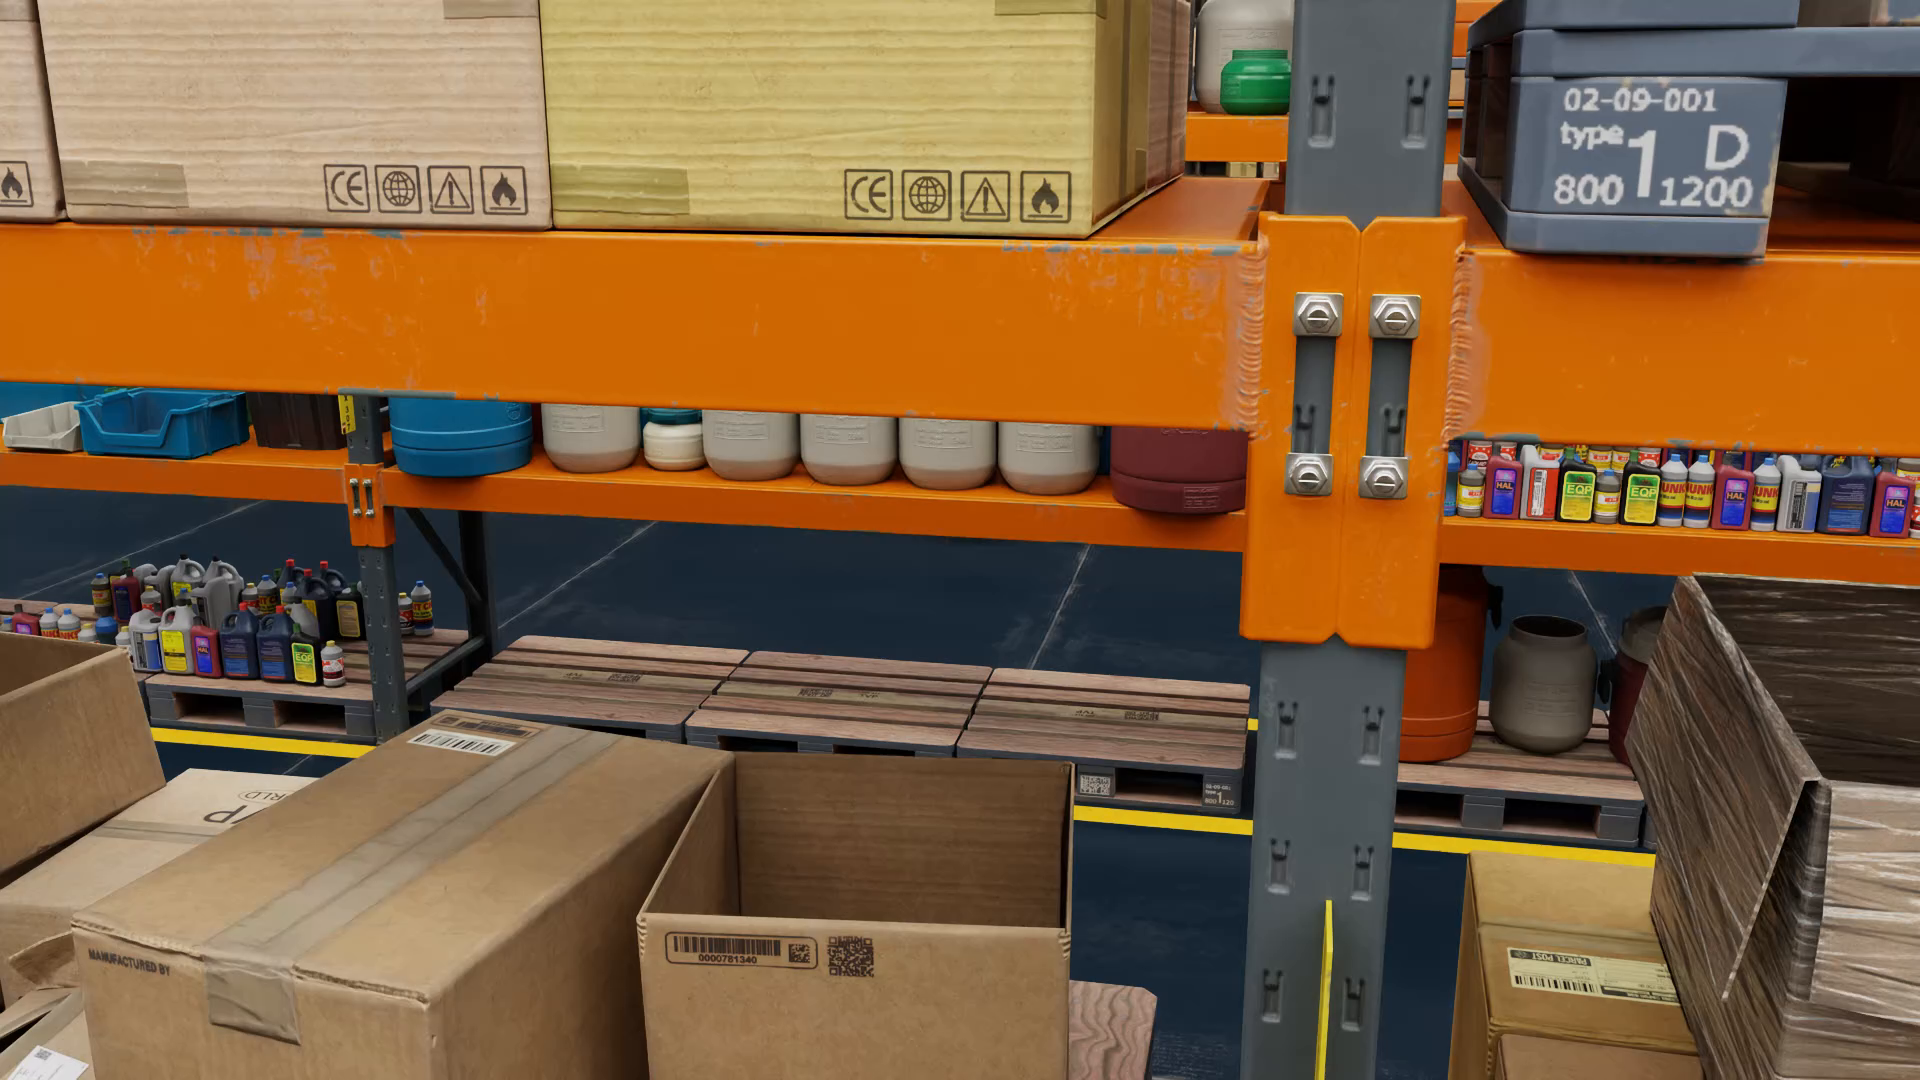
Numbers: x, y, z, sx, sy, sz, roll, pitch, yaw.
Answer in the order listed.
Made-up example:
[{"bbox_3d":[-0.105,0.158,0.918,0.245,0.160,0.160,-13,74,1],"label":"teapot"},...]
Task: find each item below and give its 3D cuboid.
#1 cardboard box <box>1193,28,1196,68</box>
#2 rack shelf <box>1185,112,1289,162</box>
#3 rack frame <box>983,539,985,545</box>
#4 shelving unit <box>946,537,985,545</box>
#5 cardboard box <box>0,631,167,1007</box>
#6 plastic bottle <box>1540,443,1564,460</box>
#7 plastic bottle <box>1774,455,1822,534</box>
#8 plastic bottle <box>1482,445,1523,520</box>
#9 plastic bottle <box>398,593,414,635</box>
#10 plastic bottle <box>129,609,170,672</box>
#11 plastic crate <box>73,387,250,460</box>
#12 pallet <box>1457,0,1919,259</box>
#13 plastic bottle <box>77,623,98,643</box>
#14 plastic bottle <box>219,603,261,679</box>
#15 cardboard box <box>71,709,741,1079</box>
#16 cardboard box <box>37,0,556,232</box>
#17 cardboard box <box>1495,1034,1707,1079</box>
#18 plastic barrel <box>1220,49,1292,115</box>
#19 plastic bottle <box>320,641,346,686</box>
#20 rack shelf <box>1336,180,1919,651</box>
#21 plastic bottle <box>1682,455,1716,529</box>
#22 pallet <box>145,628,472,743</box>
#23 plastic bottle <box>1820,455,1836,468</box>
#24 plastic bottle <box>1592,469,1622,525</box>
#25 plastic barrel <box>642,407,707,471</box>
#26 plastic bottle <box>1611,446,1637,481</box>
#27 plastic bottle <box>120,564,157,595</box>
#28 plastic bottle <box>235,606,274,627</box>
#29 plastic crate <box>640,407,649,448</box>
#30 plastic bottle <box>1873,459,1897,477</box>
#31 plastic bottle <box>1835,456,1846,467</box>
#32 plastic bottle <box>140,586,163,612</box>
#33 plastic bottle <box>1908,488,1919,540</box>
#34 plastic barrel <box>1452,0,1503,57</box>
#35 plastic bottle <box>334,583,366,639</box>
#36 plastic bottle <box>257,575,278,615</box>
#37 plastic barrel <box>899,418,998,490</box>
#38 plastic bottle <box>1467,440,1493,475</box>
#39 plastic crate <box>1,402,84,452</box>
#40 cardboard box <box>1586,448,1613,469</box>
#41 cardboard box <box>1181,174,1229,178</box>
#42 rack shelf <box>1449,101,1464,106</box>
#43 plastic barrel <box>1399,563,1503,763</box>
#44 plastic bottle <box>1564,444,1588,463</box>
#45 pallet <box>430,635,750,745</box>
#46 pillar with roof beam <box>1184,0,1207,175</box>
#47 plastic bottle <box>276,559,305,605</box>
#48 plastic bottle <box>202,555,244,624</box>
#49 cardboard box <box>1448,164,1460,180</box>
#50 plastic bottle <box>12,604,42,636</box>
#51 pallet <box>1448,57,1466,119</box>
[{"bbox_3d":[1.436,-3.321,11.236,0.500,0.250,0.500,4,16,13],"label":"cardboard box"},{"bbox_3d":[-0.541,-1.622,6.957,4.000,0.370,1.077,3,16,11],"label":"rack shelf"},{"bbox_3d":[0.172,-0.497,10.818,0.008,1.050,0.200,3,16,11],"label":"rack frame"},{"bbox_3d":[0.052,-0.503,10.842,0.252,1.050,0.215,3,16,11],"label":"shelving unit"},{"bbox_3d":[-1.771,0.482,2.653,0.637,0.503,0.797,5,16,17],"label":"cardboard box"},{"bbox_3d":[2.522,-0.372,7.090,0.097,0.201,0.097,0,15,0],"label":"plastic bottle"},{"bbox_3d":[3.137,-0.176,6.239,0.135,0.276,0.152,3,16,11],"label":"plastic bottle"},{"bbox_3d":[2.091,-0.224,6.399,0.133,0.283,0.061,3,16,11],"label":"plastic bottle"},{"bbox_3d":[-2.826,0.370,8.455,0.097,0.201,0.097,0,15,0],"label":"plastic bottle"},{"bbox_3d":[-3.853,0.475,7.936,0.135,0.276,0.152,3,16,12],"label":"plastic bottle"},{"bbox_3d":[-3.640,-0.546,7.622,0.616,0.251,0.499,3,16,11],"label":"plastic crate"},{"bbox_3d":[1.073,-0.455,1.751,1.003,0.211,1.213,4,16,14],"label":"pallet"},{"bbox_3d":[-4.175,0.501,7.982,0.097,0.201,0.097,0,15,0],"label":"plastic bottle"},{"bbox_3d":[-3.378,0.466,7.829,0.185,0.351,0.144,2,16,8],"label":"plastic bottle"},{"bbox_3d":[-0.672,0.607,2.209,0.500,0.500,0.700,6,16,19],"label":"cardboard box"},{"bbox_3d":[-0.572,-0.478,1.762,0.500,0.250,0.500,3,16,11],"label":"cardboard box"},{"bbox_3d":[0.854,0.928,1.836,0.500,0.500,0.500,4,16,13],"label":"cardboard box"},{"bbox_3d":[1.167,-1.787,6.497,0.294,0.245,0.294,0,15,0],"label":"plastic barrel"},{"bbox_3d":[-2.919,0.569,7.736,0.097,0.201,0.097,0,15,0],"label":"plastic bottle"},{"bbox_3d":[2.392,-0.114,1.512,4.000,0.370,1.077,3,16,11],"label":"rack shelf"},{"bbox_3d":[2.792,-0.185,6.281,0.097,0.271,0.097,0,15,0],"label":"plastic bottle"},{"bbox_3d":[-3.151,0.668,8.186,1.213,0.211,1.003,3,16,11],"label":"pallet"},{"bbox_3d":[3.498,-0.314,6.747,0.097,0.271,0.097,0,15,0],"label":"plastic bottle"},{"bbox_3d":[2.471,-0.168,6.353,0.097,0.201,0.097,0,15,0],"label":"plastic bottle"},{"bbox_3d":[-1.235,-0.452,7.265,0.301,0.262,0.301,0,15,0],"label":"plastic barrel"},{"bbox_3d":[2.808,-0.357,7.033,0.097,0.201,0.097,0,15,0],"label":"plastic bottle"},{"bbox_3d":[-4.292,0.262,8.706,0.135,0.276,0.152,3,16,12],"label":"plastic bottle"},{"bbox_3d":[-3.373,0.462,7.984,0.135,0.276,0.152,3,16,11],"label":"plastic bottle"},{"bbox_3d":[-1.358,-0.645,7.730,0.575,0.384,0.392,3,16,11],"label":"plastic crate"},{"bbox_3d":[3.439,-0.166,6.214,0.097,0.271,0.097,0,15,0],"label":"plastic bottle"},{"bbox_3d":[3.623,-0.346,6.865,0.097,0.271,0.097,0,15,0],"label":"plastic bottle"},{"bbox_3d":[-4.163,0.339,8.568,0.097,0.201,0.097,0,15,0],"label":"plastic bottle"},{"bbox_3d":[3.557,-0.109,6.140,0.097,0.201,0.097,0,15,0],"label":"plastic bottle"},{"bbox_3d":[1.974,-2.241,6.252,0.708,0.830,0.600,3,16,11],"label":"plastic barrel"},{"bbox_3d":[-3.069,0.354,8.360,0.133,0.283,0.061,3,16,11],"label":"plastic bottle"},{"bbox_3d":[-3.546,0.314,8.527,0.097,0.271,0.097,0,15,0],"label":"plastic bottle"},{"bbox_3d":[-0.045,-0.492,6.939,0.421,0.512,0.421,0,15,0],"label":"plastic barrel"},{"bbox_3d":[2.236,-0.388,7.146,0.097,0.201,0.097,0,15,0],"label":"plastic bottle"},{"bbox_3d":[-4.143,-0.523,7.754,0.437,0.136,0.530,3,16,11],"label":"plastic crate"},{"bbox_3d":[4.316,-0.540,11.181,0.500,0.500,0.500,3,16,9],"label":"cardboard box"},{"bbox_3d":[2.377,-3.314,16.324,0.500,0.500,0.700,2,16,6],"label":"cardboard box"},{"bbox_3d":[4.369,-2.705,10.866,4.000,0.370,1.077,3,16,11],"label":"rack shelf"},{"bbox_3d":[1.902,0.448,7.033,0.708,0.830,0.600,3,16,11],"label":"plastic barrel"},{"bbox_3d":[2.617,-0.401,7.062,0.097,0.271,0.097,0,15,0],"label":"plastic bottle"},{"bbox_3d":[-1.724,0.746,7.904,1.213,0.211,1.003,3,16,11],"label":"pallet"},{"bbox_3d":[1.434,-5.069,12.434,0.400,9.000,9.100,3,16,11],"label":"pillar with roof beam"},{"bbox_3d":[-3.394,0.273,8.524,0.185,0.351,0.144,2,16,9],"label":"plastic bottle"},{"bbox_3d":[-3.811,0.251,8.605,0.185,0.351,0.144,3,16,11],"label":"plastic bottle"},{"bbox_3d":[4.804,-3.425,15.552,0.500,0.250,0.500,3,16,11],"label":"cardboard box"},{"bbox_3d":[-4.488,0.449,8.015,0.133,0.283,0.061,3,16,12],"label":"plastic bottle"},{"bbox_3d":[2.149,-1.705,6.263,1.213,0.211,1.003,3,16,11],"label":"pallet"}]
